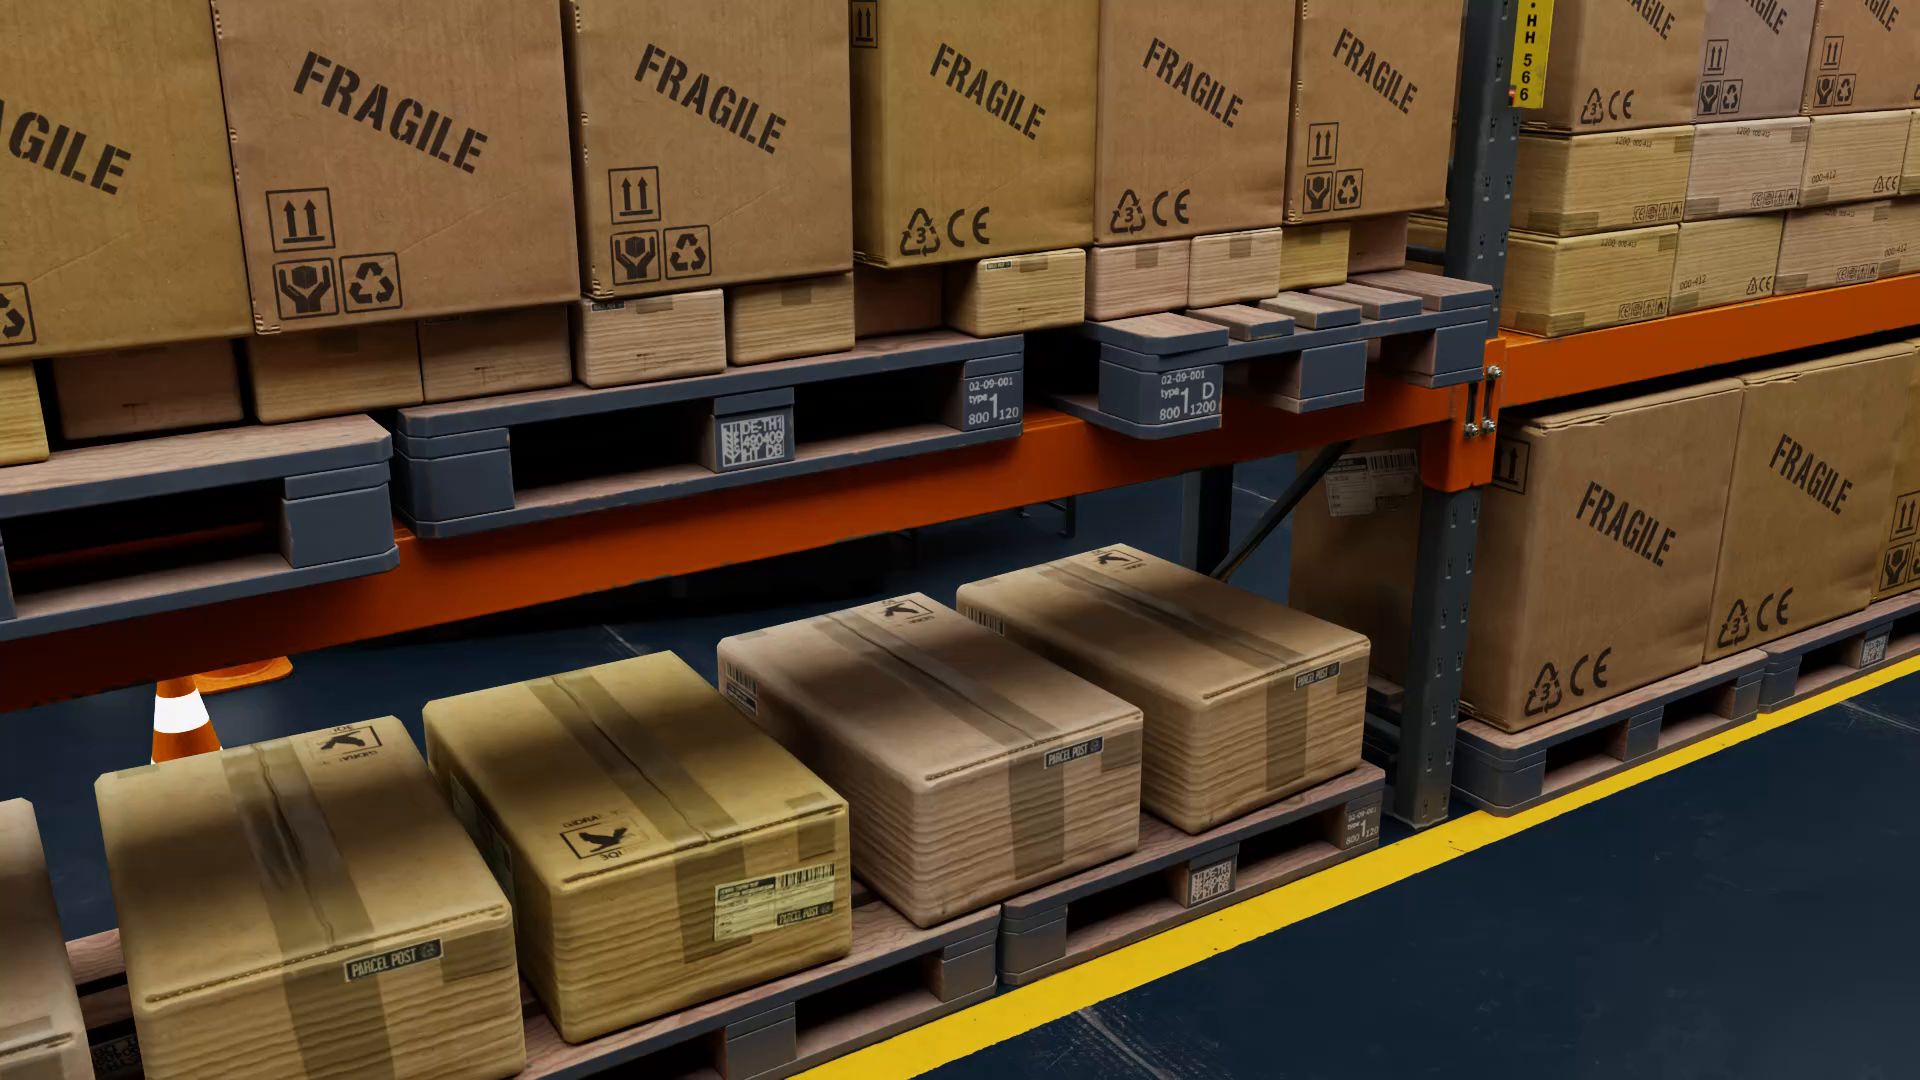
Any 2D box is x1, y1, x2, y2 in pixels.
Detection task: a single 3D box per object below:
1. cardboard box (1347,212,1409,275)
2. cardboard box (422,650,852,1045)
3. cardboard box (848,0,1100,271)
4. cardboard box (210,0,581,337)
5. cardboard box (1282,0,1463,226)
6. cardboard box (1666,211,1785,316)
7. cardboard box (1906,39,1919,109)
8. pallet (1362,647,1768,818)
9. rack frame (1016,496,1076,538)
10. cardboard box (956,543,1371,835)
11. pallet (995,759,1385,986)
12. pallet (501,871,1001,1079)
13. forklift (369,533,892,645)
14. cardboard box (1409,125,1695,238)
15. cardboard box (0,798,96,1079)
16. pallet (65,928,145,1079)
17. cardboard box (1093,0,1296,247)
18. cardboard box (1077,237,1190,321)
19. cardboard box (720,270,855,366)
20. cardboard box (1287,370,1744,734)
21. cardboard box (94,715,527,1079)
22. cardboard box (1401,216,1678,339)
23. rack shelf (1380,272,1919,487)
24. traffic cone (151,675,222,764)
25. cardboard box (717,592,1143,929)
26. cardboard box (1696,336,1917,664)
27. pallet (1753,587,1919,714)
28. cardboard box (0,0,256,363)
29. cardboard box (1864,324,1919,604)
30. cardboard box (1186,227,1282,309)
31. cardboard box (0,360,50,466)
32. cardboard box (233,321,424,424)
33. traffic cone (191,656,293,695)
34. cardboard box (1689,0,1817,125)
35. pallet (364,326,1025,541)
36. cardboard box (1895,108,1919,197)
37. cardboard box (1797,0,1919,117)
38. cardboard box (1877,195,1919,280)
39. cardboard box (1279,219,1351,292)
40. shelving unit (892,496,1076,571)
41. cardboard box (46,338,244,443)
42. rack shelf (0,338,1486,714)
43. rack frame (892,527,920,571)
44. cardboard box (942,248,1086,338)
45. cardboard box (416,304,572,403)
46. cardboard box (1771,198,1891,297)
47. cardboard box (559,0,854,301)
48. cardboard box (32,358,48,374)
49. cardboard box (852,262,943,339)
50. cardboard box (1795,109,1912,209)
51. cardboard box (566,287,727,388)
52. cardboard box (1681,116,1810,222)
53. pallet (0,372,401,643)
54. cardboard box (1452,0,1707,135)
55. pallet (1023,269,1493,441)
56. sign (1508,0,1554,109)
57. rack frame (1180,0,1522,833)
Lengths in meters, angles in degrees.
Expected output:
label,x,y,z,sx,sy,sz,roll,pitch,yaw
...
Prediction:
label,x,y,z,sx,sy,sz,roll,pitch,yaw
cardboard box,0.849,-0.743,3.995,0.250,0.149,0.380,-11,22,-29
cardboard box,-0.733,0.623,3.665,0.625,0.372,0.950,-11,22,-30
cardboard box,-0.080,-0.833,3.249,0.500,0.500,0.500,-14,23,-35
cardboard box,-0.960,-0.644,2.689,0.500,0.500,0.500,-12,22,-32
cardboard box,0.766,-1.016,3.791,0.500,0.500,0.500,-13,22,-33
cardboard box,1.959,-0.827,4.740,0.500,0.250,0.500,-13,22,-33
cardboard box,2.812,-1.591,5.050,0.500,0.500,0.500,-12,22,-31
pallet,1.693,0.419,5.177,1.213,0.211,1.003,-12,22,-31
rack frame,0.354,-0.773,6.689,0.023,1.500,0.400,-11,22,-30
cardboard box,0.516,0.359,4.446,0.625,0.372,0.950,-14,23,-35
pallet,0.340,0.675,4.419,1.213,0.211,1.003,-12,22,-31
pallet,-0.678,0.888,3.788,1.213,0.211,1.003,-12,22,-31
forklift,-1.829,-1.217,5.769,3.031,2.935,1.130,-5,19,-15
cardboard box,1.552,-0.973,4.391,0.500,0.250,0.500,-12,22,-32
cardboard box,-1.911,0.874,2.924,0.625,0.372,0.950,-12,22,-31
pallet,-1.698,1.104,3.148,1.213,0.211,1.003,-12,22,-31
cardboard box,0.341,-0.922,3.513,0.500,0.500,0.500,-12,22,-32
cardboard box,0.264,-0.578,3.506,0.250,0.149,0.380,-13,23,-34
cardboard box,-0.402,-0.449,3.125,0.250,0.149,0.380,-13,22,-33
cardboard box,1.616,-0.075,4.946,0.875,0.875,0.875,-12,22,-32
cardboard box,-1.312,0.746,3.301,0.625,0.372,0.950,-10,21,-28
cardboard box,1.540,-0.731,4.459,0.500,0.250,0.500,-12,22,-32
rack shelf,2.664,-0.795,5.536,4.000,0.370,1.077,-12,22,-31
traffic cone,-2.082,0.530,4.455,0.334,0.463,0.336,-12,22,-31
cardboard box,-0.096,0.491,4.055,0.625,0.372,0.950,-12,22,-32
cardboard box,2.363,-0.231,5.407,0.875,0.875,0.875,-12,22,-31
pallet,2.711,0.205,5.808,1.213,0.211,1.003,-12,22,-31
cardboard box,-1.380,-0.560,2.443,0.500,0.500,0.500,-12,22,-31
cardboard box,3.110,-0.389,5.873,0.875,0.875,0.875,-11,22,-30
cardboard box,0.479,-0.620,3.631,0.250,0.149,0.380,-12,22,-32
cardboard box,-1.499,-0.213,2.429,0.250,0.149,0.380,-11,22,-30
cardboard box,-1.066,-0.318,2.738,0.250,0.149,0.380,-12,22,-31
traffic cone,-2.390,0.211,5.397,0.334,0.463,0.336,-12,22,-31
cardboard box,1.949,-1.416,4.532,0.500,0.500,0.500,-12,22,-31
pallet,-0.638,-0.333,3.346,1.213,0.211,1.003,-12,22,-31
cardboard box,2.838,-1.234,5.164,0.500,0.250,0.500,-11,22,-30
cardboard box,2.389,-1.503,4.790,0.500,0.500,0.500,-11,22,-30
cardboard box,2.811,-1.005,5.269,0.500,0.250,0.500,-12,22,-31
cardboard box,0.665,-0.676,3.798,0.250,0.149,0.380,-12,22,-31
shelving unit,0.043,-0.711,6.506,0.755,1.500,0.431,-11,22,-30
cardboard box,-1.304,-0.284,2.637,0.250,0.149,0.380,-10,21,-28
rack shelf,-0.677,-0.090,3.452,4.000,0.370,1.077,-12,22,-31
rack frame,-0.268,-0.649,6.323,0.023,1.500,0.400,-11,22,-30
cardboard box,0.042,-0.525,3.352,0.250,0.149,0.380,-11,22,-30
cardboard box,-0.859,-0.361,2.865,0.250,0.149,0.380,-12,22,-31
cardboard box,2.401,-0.917,5.009,0.500,0.250,0.500,-11,22,-30
cardboard box,-0.537,-0.737,2.966,0.500,0.500,0.500,-13,23,-34
cardboard box,-1.644,-0.420,3.040,0.250,0.149,0.380,-12,22,-32
cardboard box,-0.237,-0.515,3.321,0.250,0.149,0.380,-12,22,-31
cardboard box,2.408,-1.148,4.910,0.500,0.250,0.500,-12,22,-32
cardboard box,-0.608,-0.394,2.963,0.250,0.149,0.380,-11,22,-29
cardboard box,1.984,-1.063,4.660,0.500,0.250,0.500,-11,22,-30
pallet,-1.629,-0.084,2.609,1.213,0.211,1.003,-12,22,-31
cardboard box,1.540,-1.326,4.266,0.500,0.500,0.500,-13,22,-33
pallet,0.457,-0.539,3.954,1.003,0.211,1.213,-12,22,-31
sign,1.300,-1.151,3.782,0.005,0.325,0.100,-12,22,-31
rack frame,0.993,-0.784,4.379,0.127,3.000,1.000,-12,22,-31
